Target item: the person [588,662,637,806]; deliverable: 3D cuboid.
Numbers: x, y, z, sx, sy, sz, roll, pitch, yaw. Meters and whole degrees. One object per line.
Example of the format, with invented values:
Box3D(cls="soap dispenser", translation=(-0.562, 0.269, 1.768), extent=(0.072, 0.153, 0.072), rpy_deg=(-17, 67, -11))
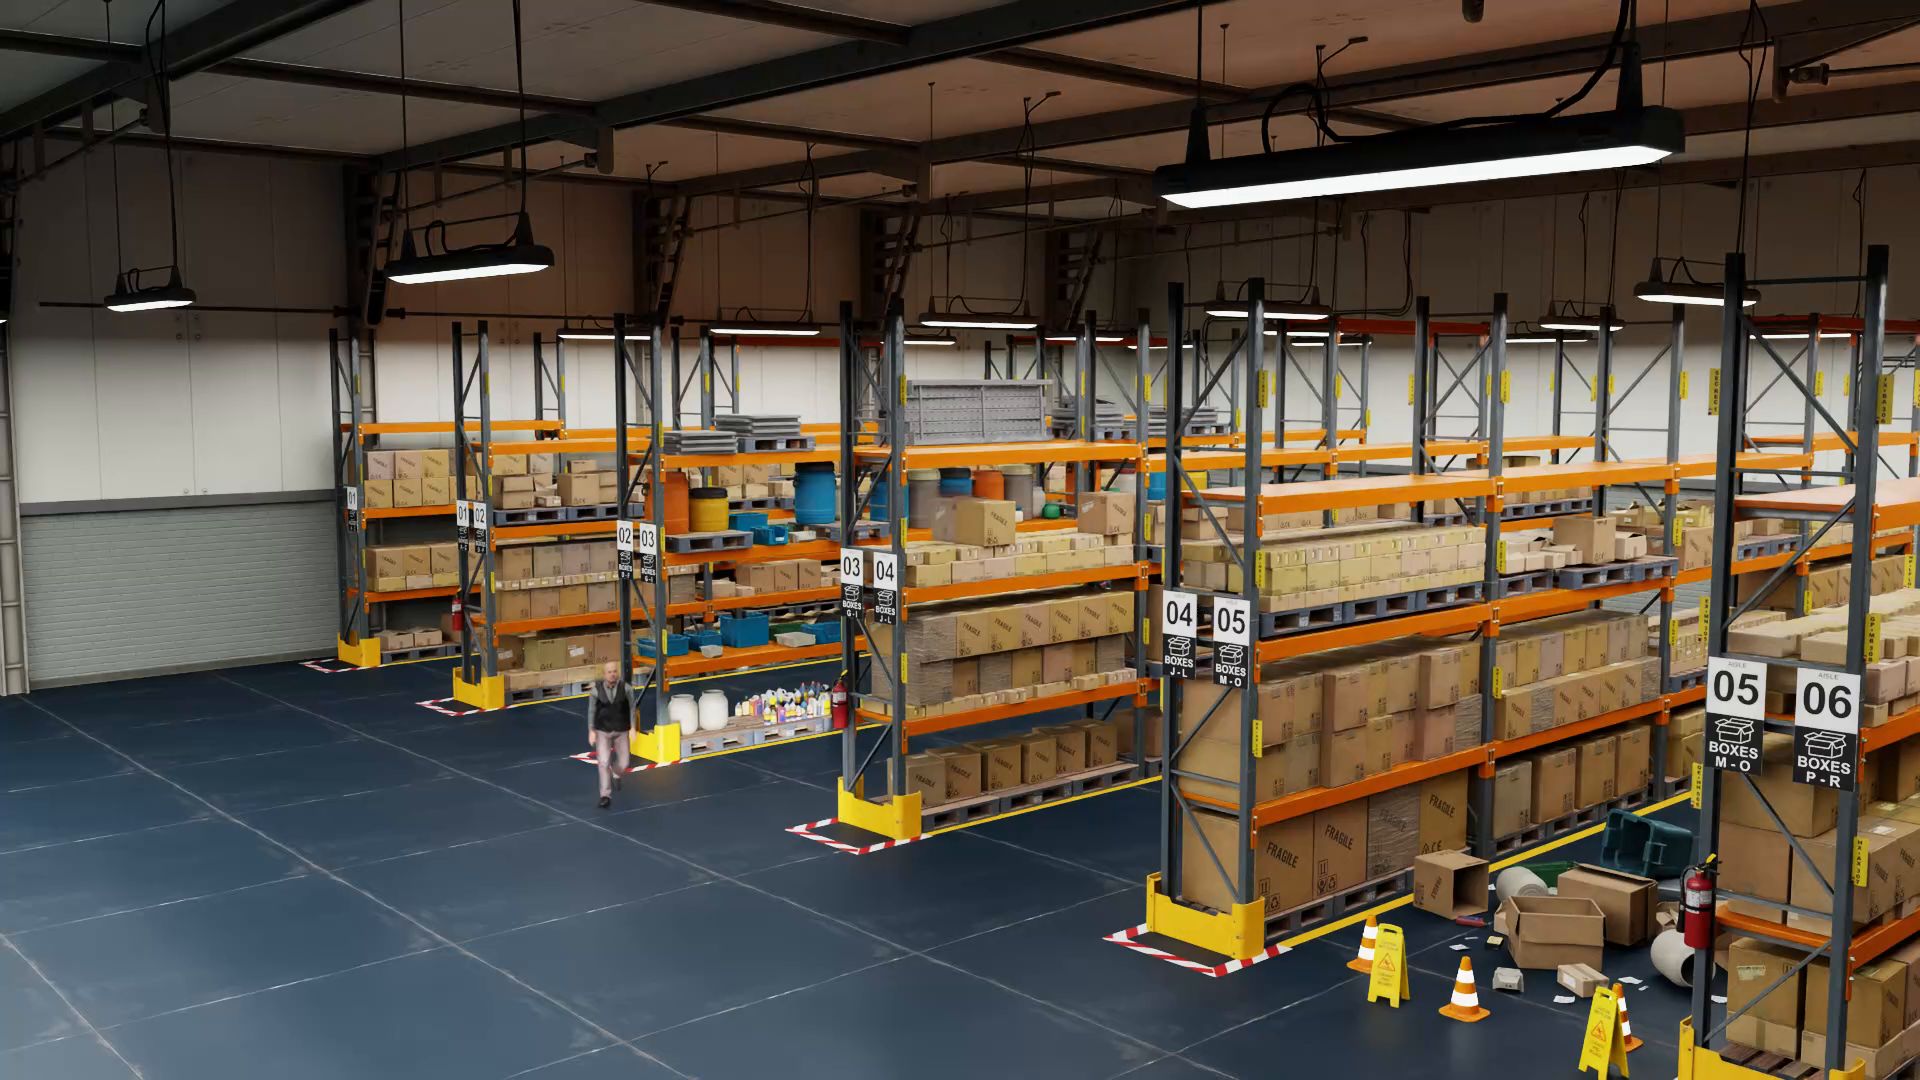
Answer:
Box3D(cls="person", translation=(-4.229, 2.323, 20.213), extent=(0.577, 1.697, 0.886), rpy_deg=(-2, 6, -15))
